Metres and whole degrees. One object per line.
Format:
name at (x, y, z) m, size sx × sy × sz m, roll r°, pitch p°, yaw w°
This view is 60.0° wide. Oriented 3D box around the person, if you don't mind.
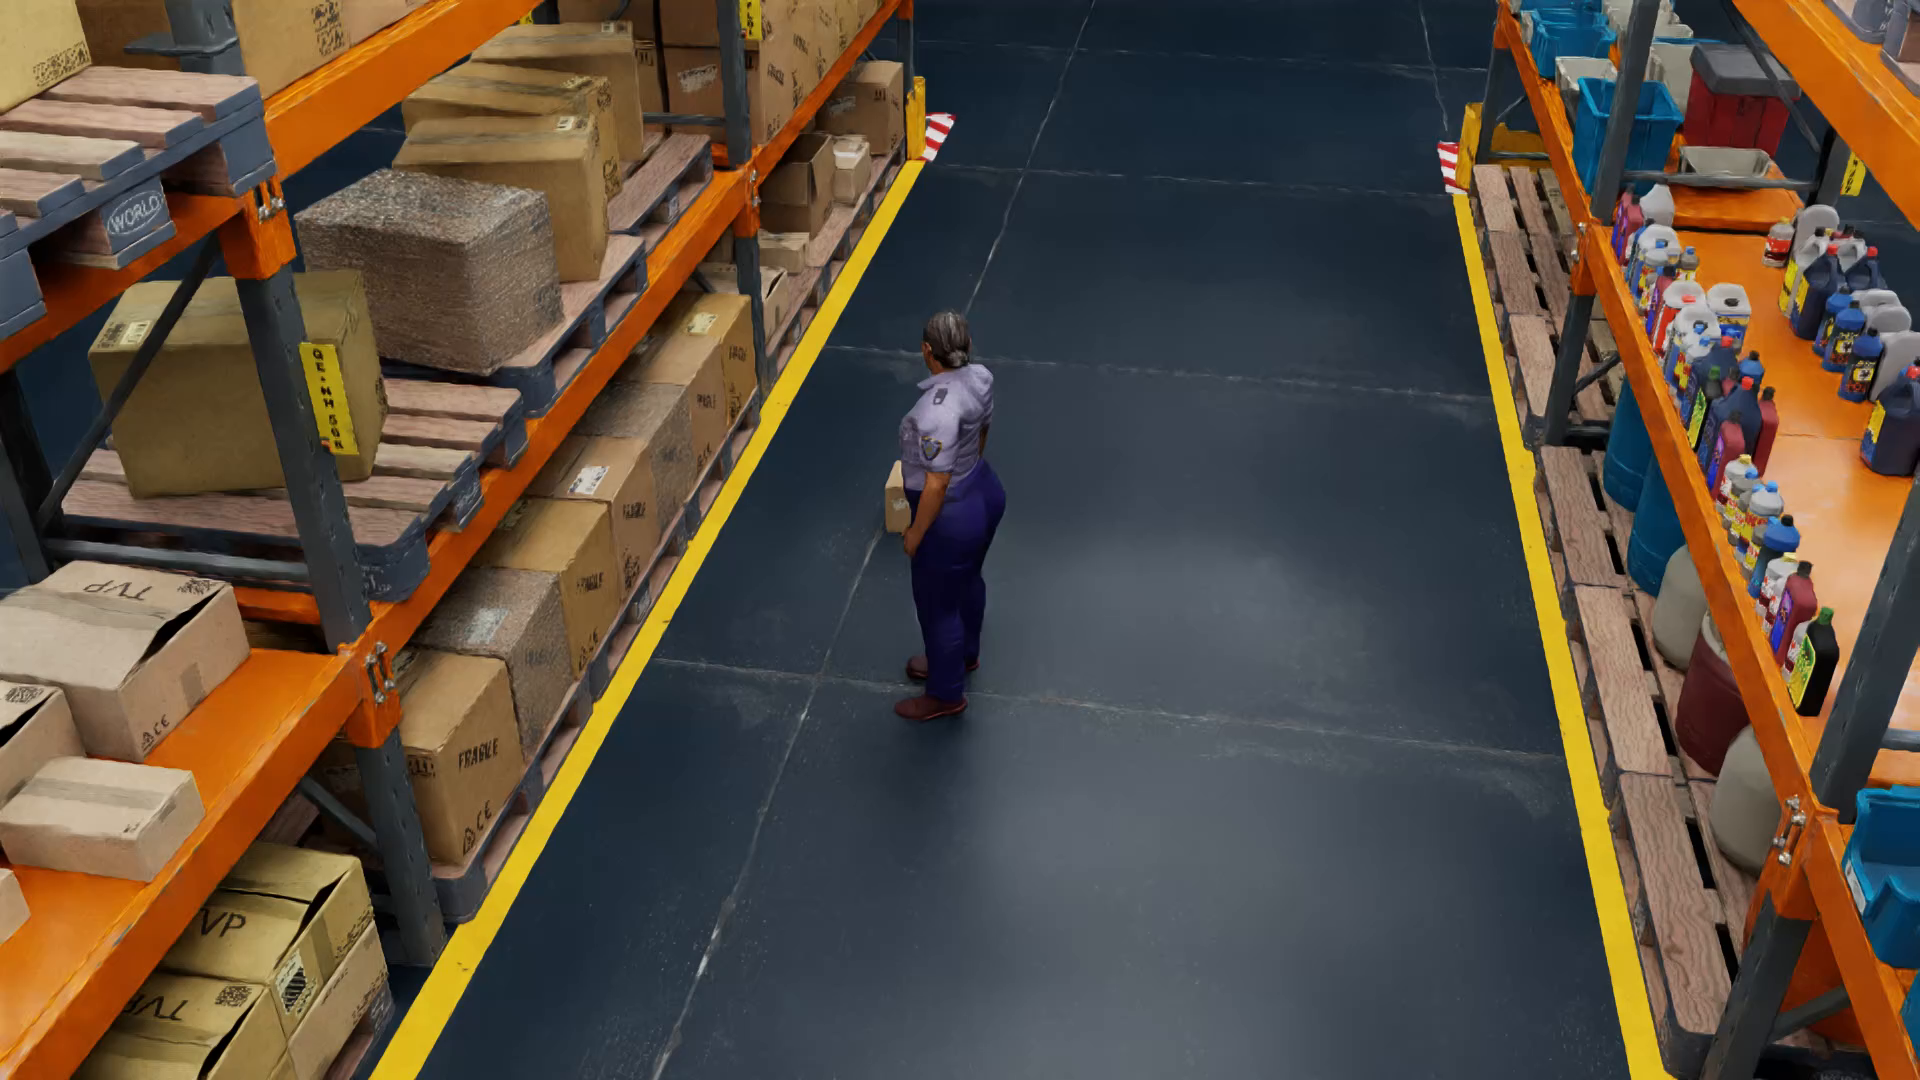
person at (-0.054, -0.083, 6.287) m, size 0.399 × 1.678 × 0.529 m, roll 13°, pitch 35°, yaw 19°
